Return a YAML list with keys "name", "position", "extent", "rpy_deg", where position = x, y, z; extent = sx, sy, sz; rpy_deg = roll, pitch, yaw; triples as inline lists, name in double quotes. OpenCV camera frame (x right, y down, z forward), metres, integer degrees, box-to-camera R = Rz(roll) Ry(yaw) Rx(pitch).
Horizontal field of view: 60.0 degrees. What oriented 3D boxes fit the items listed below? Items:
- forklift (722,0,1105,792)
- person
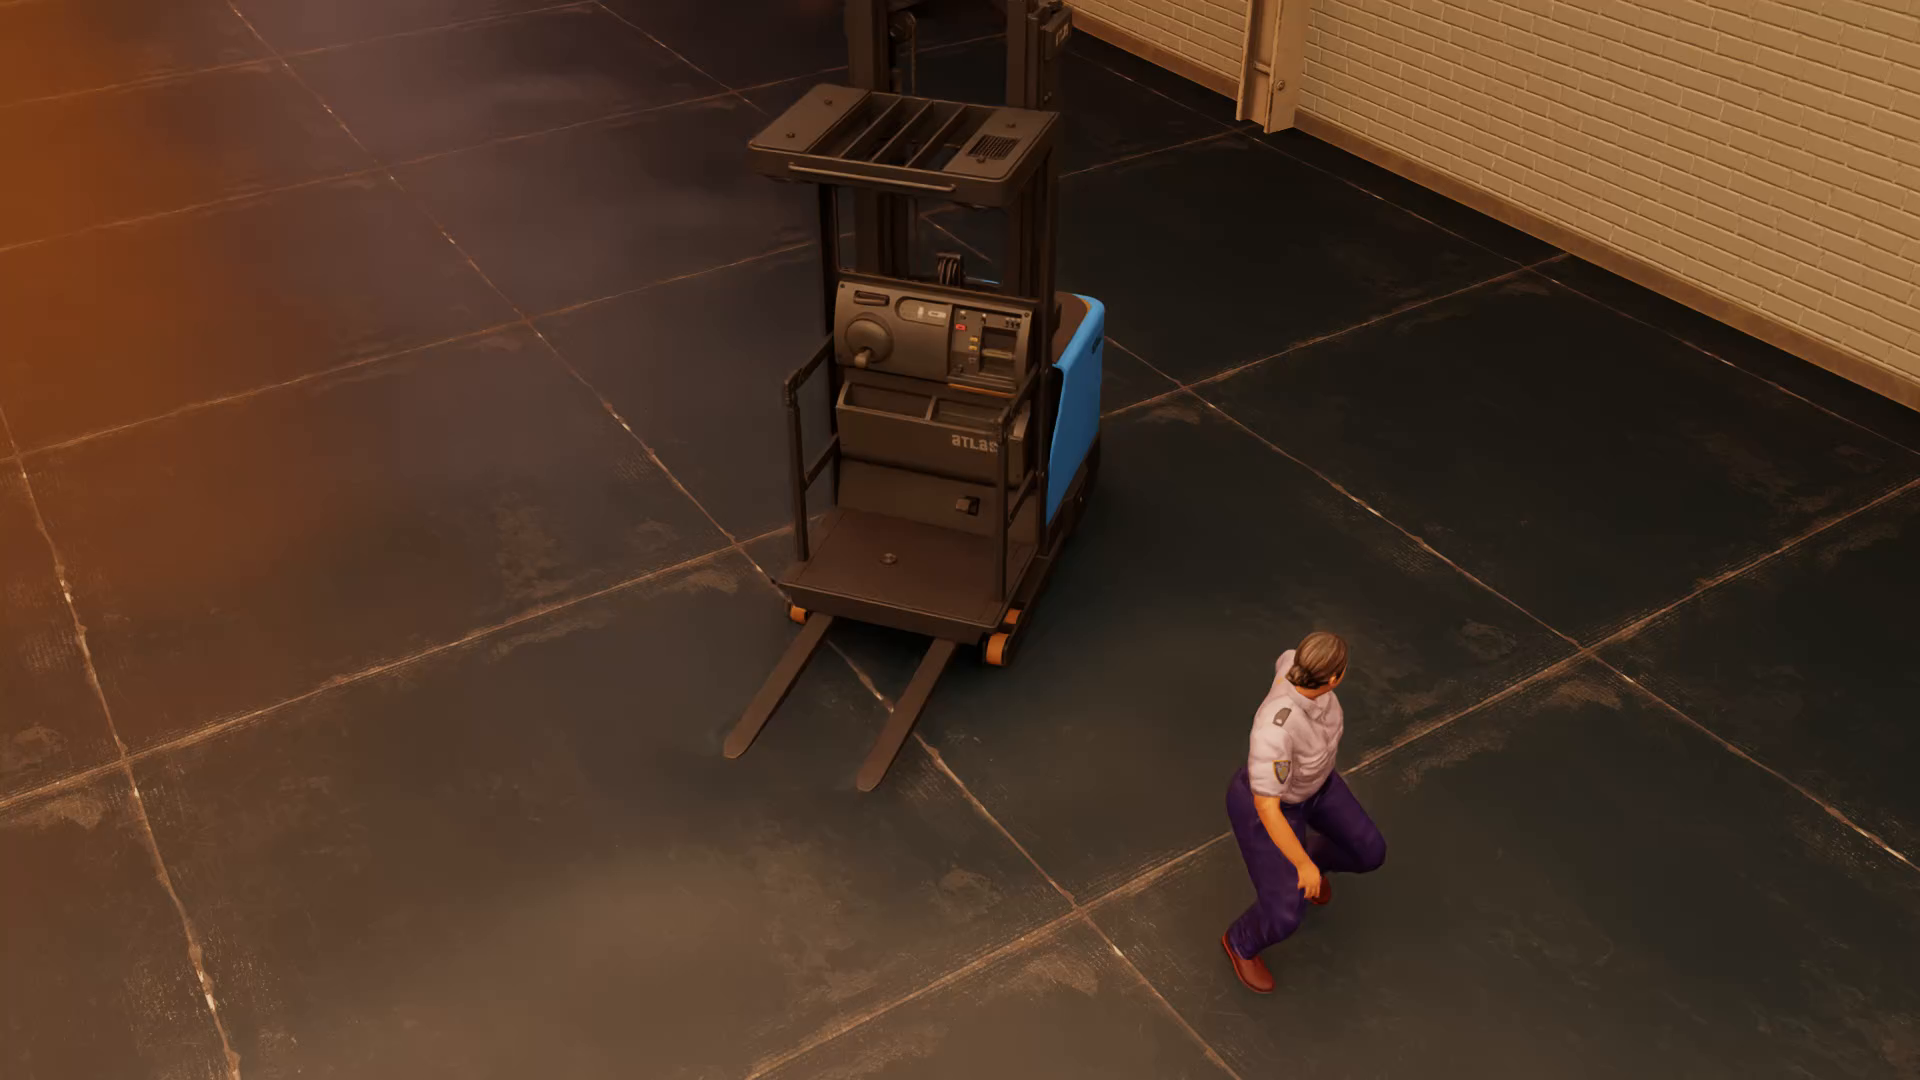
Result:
- name: "forklift"
  position: [-0.196, -0.867, 7.381]
  extent: [1.130, 2.935, 3.031]
  rpy_deg: [11, 37, 15]
- name: "person"
  position: [1.241, 0.939, 6.035]
  extent: [0.555, 1.559, 0.755]
  rpy_deg: [29, 44, 35]
